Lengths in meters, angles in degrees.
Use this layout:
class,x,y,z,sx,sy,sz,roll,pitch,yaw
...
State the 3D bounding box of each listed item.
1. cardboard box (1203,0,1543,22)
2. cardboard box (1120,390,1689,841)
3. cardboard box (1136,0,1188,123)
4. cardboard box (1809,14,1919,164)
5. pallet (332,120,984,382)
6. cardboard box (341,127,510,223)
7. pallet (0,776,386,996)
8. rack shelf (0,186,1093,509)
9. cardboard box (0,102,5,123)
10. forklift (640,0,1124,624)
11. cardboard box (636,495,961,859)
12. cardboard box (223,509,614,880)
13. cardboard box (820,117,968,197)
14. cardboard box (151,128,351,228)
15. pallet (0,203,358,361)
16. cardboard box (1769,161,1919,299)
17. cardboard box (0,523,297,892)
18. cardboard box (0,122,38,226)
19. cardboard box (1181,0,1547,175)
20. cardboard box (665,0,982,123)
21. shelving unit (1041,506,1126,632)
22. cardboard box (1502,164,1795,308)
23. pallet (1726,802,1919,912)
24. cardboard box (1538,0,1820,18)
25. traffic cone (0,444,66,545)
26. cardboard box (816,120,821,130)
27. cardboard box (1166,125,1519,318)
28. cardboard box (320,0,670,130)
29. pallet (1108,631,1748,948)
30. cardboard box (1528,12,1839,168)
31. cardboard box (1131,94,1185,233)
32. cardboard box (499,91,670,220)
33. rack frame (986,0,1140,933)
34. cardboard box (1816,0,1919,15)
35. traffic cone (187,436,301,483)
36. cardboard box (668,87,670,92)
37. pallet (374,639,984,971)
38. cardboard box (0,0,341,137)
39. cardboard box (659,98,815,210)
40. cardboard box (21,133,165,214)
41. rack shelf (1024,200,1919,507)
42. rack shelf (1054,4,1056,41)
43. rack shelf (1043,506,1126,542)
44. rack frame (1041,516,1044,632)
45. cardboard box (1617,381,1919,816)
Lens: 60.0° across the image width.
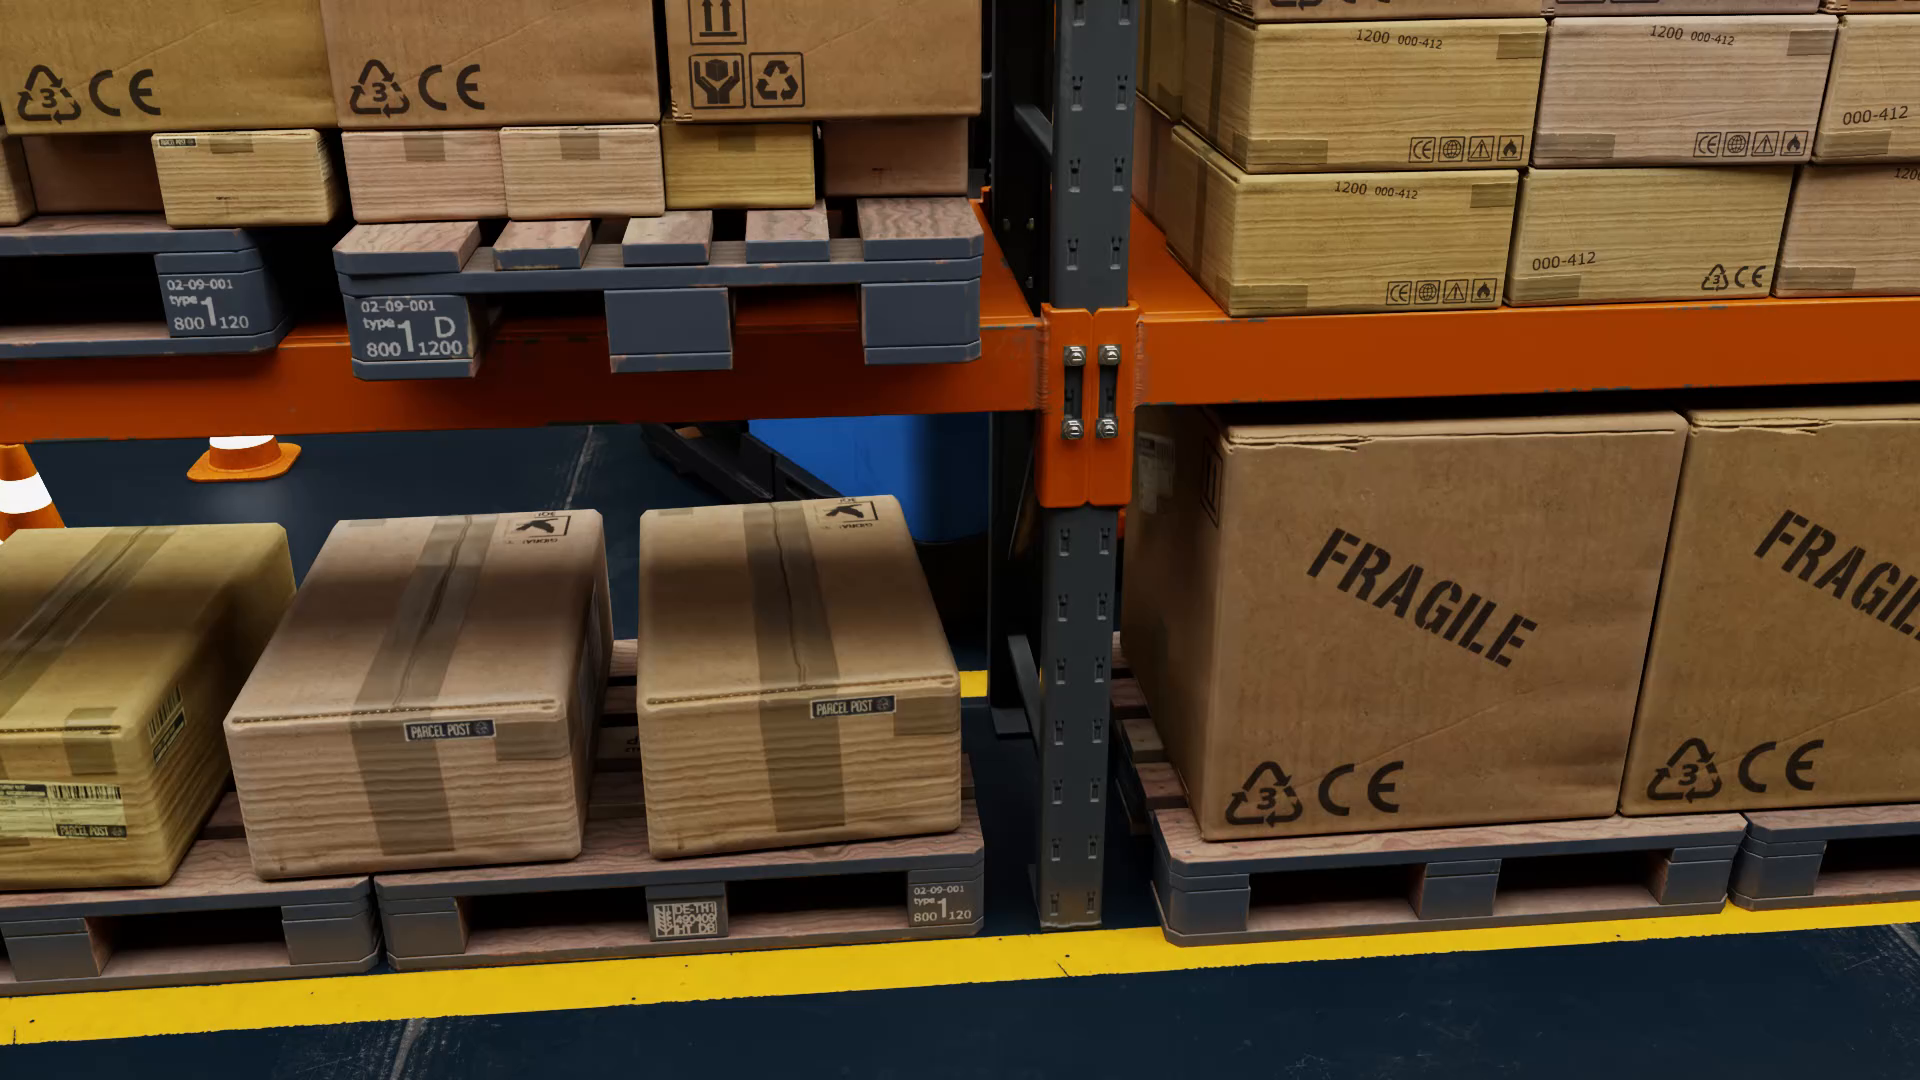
class,x,y,z,sx,sy,sz,roll,pitch,yaw
cardboard box,0.696,-1.189,2.878,0.500,0.500,0.500,-3,24,-7
cardboard box,0.877,0.019,3.612,0.875,0.875,0.875,-3,24,-6
cardboard box,0.638,-1.048,3.483,0.500,0.250,0.500,-2,24,-5
cardboard box,1.721,-0.881,3.108,0.500,0.250,0.500,-2,24,-5
pallet,-0.518,-0.606,3.157,1.003,0.211,1.213,-2,24,-5
cardboard box,-0.879,-0.660,2.833,0.250,0.149,0.380,-3,24,-8
pallet,-1.808,0.587,3.670,1.213,0.211,1.003,-2,24,-5
rack shelf,-1.809,-0.357,3.246,4.000,0.370,1.077,-2,24,-5
cardboard box,-1.803,-0.941,2.669,0.500,0.500,0.500,-3,24,-7
forklift,-0.477,-1.658,5.372,1.130,2.935,3.031,-15,28,-30
cardboard box,-0.382,0.262,3.686,0.625,0.372,0.950,-4,24,-9
cardboard box,-1.116,0.295,3.612,0.625,0.372,0.950,-3,24,-6
cardboard box,-0.122,-0.734,3.002,0.250,0.149,0.380,-1,24,-3
cardboard box,-1.152,-0.643,2.796,0.250,0.149,0.380,-2,24,-4
pallet,-1.785,-0.582,3.103,1.213,0.211,1.003,-2,24,-5
cardboard box,1.725,-0.661,3.229,0.500,0.250,0.500,-2,24,-3
cardboard box,-1.871,0.323,3.550,0.625,0.372,0.950,-2,24,-3
cardboard box,-1.656,-0.641,2.790,0.250,0.149,0.380,-3,24,-7
cardboard box,0.710,-0.846,3.029,0.500,0.250,0.500,-2,24,-6
cardboard box,-0.244,-1.009,2.820,0.500,0.500,0.500,-3,24,-7
shelving unit,0.481,-0.317,4.485,0.503,1.200,0.258,-15,28,-30
cardboard box,1.202,-0.643,3.187,0.500,0.250,0.500,-3,24,-7
pallet,2.184,0.460,3.955,1.213,0.211,1.003,-2,24,-5
cardboard box,1.189,-1.213,2.931,0.500,0.500,0.500,-2,24,-5
traffic cone,-2.703,-0.062,4.820,0.334,0.463,0.336,-2,24,-5
cardboard box,-0.161,-0.905,3.385,0.250,0.149,0.380,-4,24,-8
cardboard box,0.693,-0.615,3.125,0.500,0.250,0.500,-3,24,-6
cardboard box,-0.757,-0.983,2.763,0.500,0.500,0.500,-3,24,-6
pallet,0.973,0.508,3.848,1.213,0.211,1.003,-2,24,-5
cardboard box,1.224,-0.866,3.075,0.500,0.250,0.500,-2,24,-4
cardboard box,0.659,-0.822,3.591,0.500,0.250,0.500,-3,24,-7
cardboard box,-0.628,-0.666,2.848,0.250,0.149,0.380,-2,24,-6
rack frame,0.181,-0.766,3.279,0.127,3.000,1.000,-2,24,-5
cardboard box,1.705,-1.227,2.964,0.500,0.500,0.500,-2,24,-4
traffic cone,-2.513,-0.478,5.755,0.334,0.463,0.336,-2,24,-5
cardboard box,-0.722,-0.915,3.407,0.250,0.149,0.380,-4,24,-9
pallet,-0.597,0.539,3.777,1.213,0.211,1.003,-2,24,-5
cardboard box,-1.259,-0.963,2.717,0.500,0.500,0.500,-4,24,-9
cardboard box,-0.382,-0.695,2.912,0.250,0.149,0.380,-2,24,-4
cardboard box,-1.414,-0.684,2.888,0.250,0.149,0.380,-2,24,-5
rack shelf,2.171,-0.517,3.605,4.000,0.370,1.077,-2,24,-5
rack shelf,1.584,-2.513,8.097,4.000,0.370,1.077,-2,24,-5
rack shelf,0.481,-0.074,4.593,0.480,0.148,0.258,-15,28,-30
rack frame,0.277,-0.263,4.363,0.015,1.200,0.240,-15,28,-30
cardboard box,1.765,-0.014,3.688,0.875,0.875,0.875,-2,24,-5
